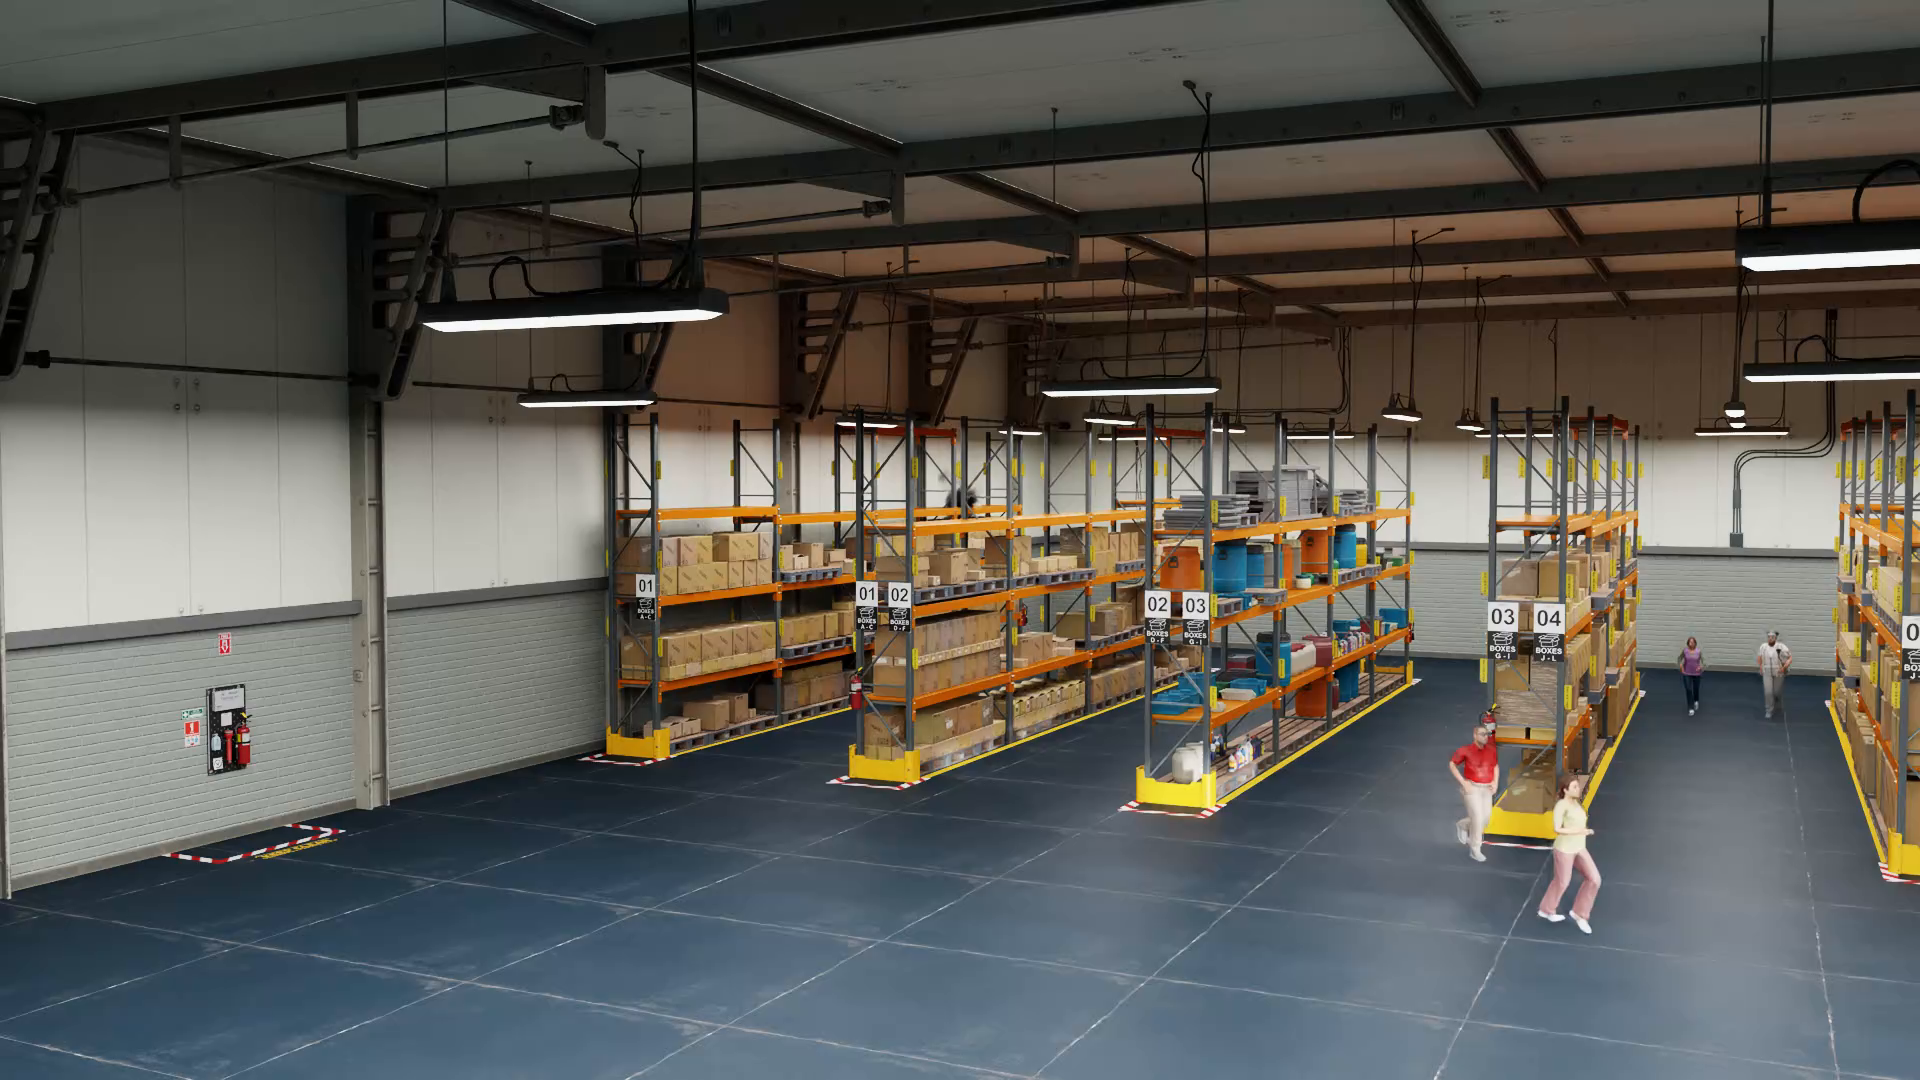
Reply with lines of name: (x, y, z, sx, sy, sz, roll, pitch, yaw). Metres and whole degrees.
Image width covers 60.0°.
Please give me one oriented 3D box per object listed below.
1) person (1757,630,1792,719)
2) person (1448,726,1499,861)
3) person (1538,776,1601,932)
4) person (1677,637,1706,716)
person: (16.547, 2.713, 33.786, 0.663, 1.803, 0.769, 2, 3, 35)
person: (6.699, 3.274, 21.656, 0.705, 1.714, 0.765, -1, 3, -19)
person: (6.624, 3.412, 18.102, 0.556, 1.710, 0.711, -2, 3, -35)
person: (15.014, 2.782, 34.136, 0.551, 1.594, 0.709, 1, 3, 22)
